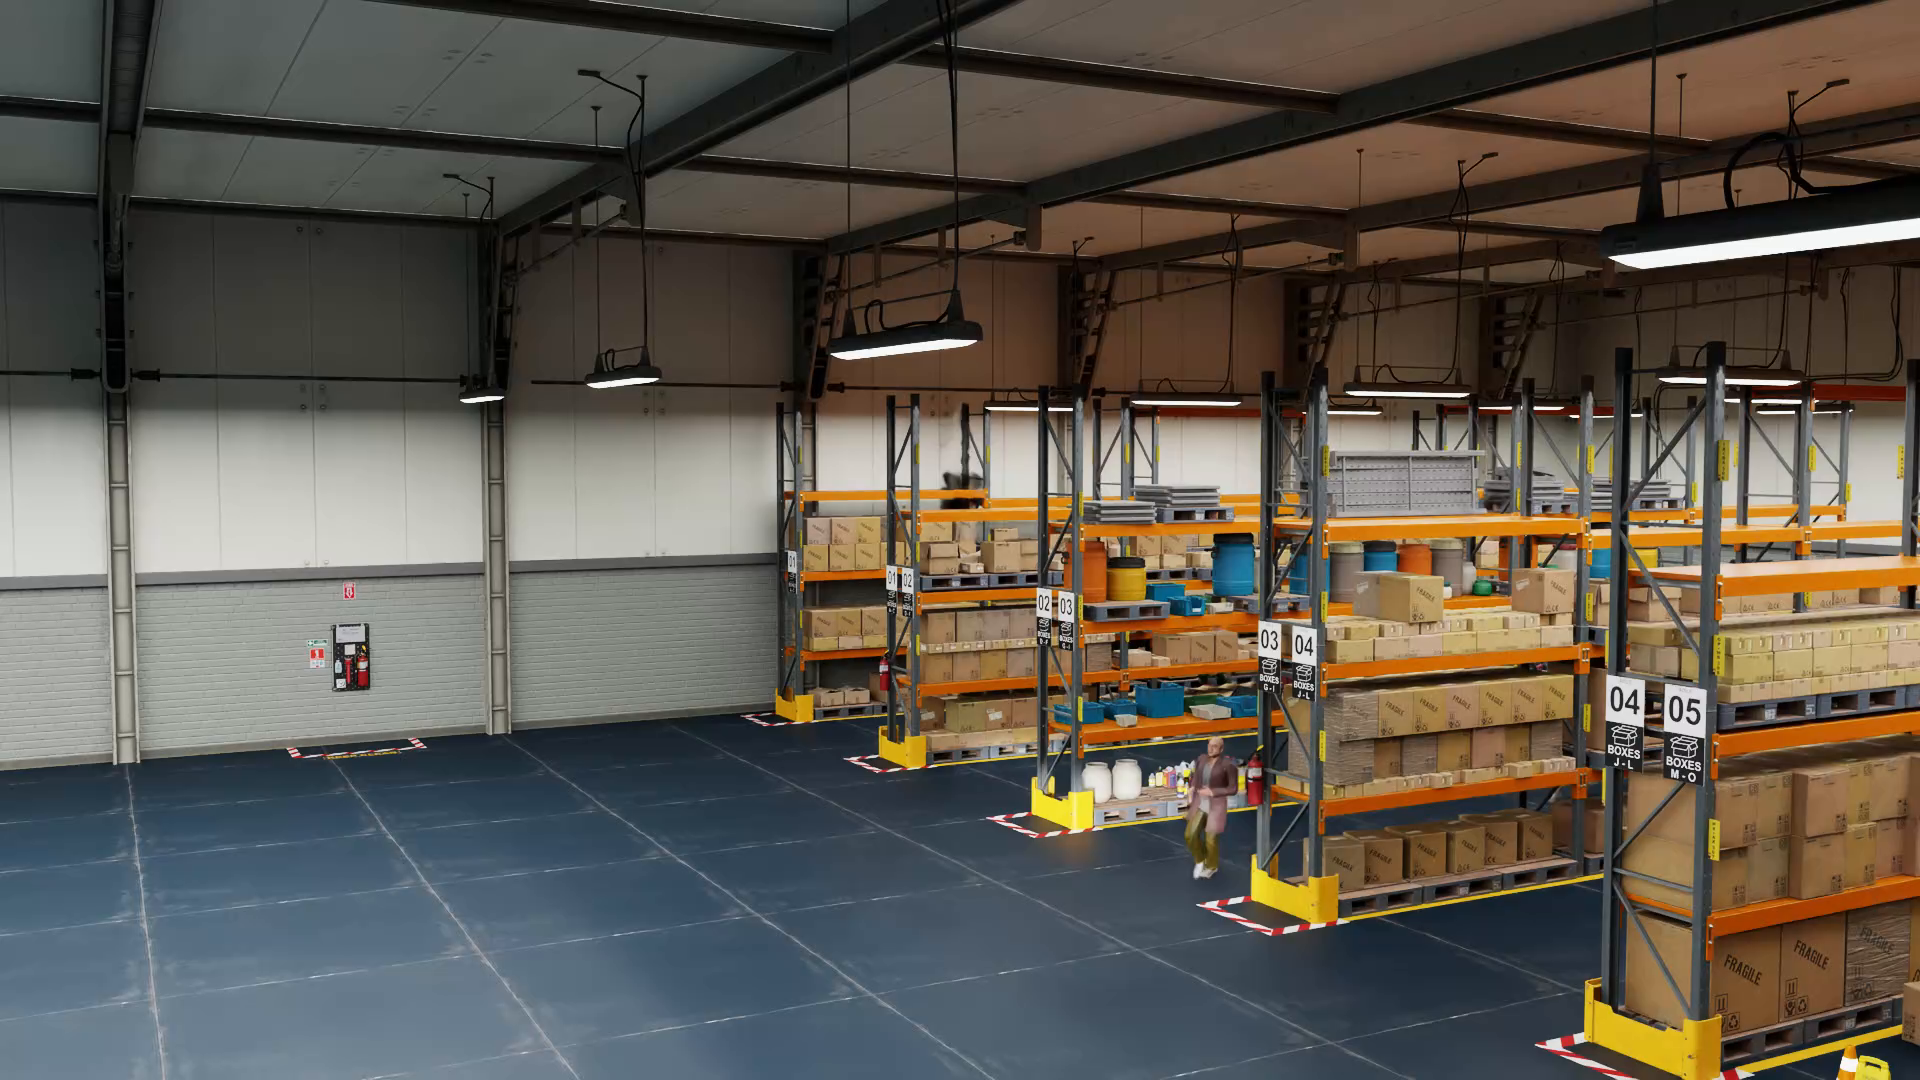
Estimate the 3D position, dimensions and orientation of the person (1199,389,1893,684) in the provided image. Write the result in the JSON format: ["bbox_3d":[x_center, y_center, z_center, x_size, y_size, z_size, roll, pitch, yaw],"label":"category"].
[{"bbox_3d":[9.031,0.556,28.053,3.760,5.767,13.584,-2,4,-34],"label":"person"}]

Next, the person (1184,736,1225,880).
[{"bbox_3d":[2.995,3.179,19.656,0.657,1.750,0.692,2,4,35],"label":"person"}]

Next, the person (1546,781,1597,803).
[{"bbox_3d":[9.008,2.906,24.315,1.166,1.787,0.647,-3,4,-40],"label":"person"}]
